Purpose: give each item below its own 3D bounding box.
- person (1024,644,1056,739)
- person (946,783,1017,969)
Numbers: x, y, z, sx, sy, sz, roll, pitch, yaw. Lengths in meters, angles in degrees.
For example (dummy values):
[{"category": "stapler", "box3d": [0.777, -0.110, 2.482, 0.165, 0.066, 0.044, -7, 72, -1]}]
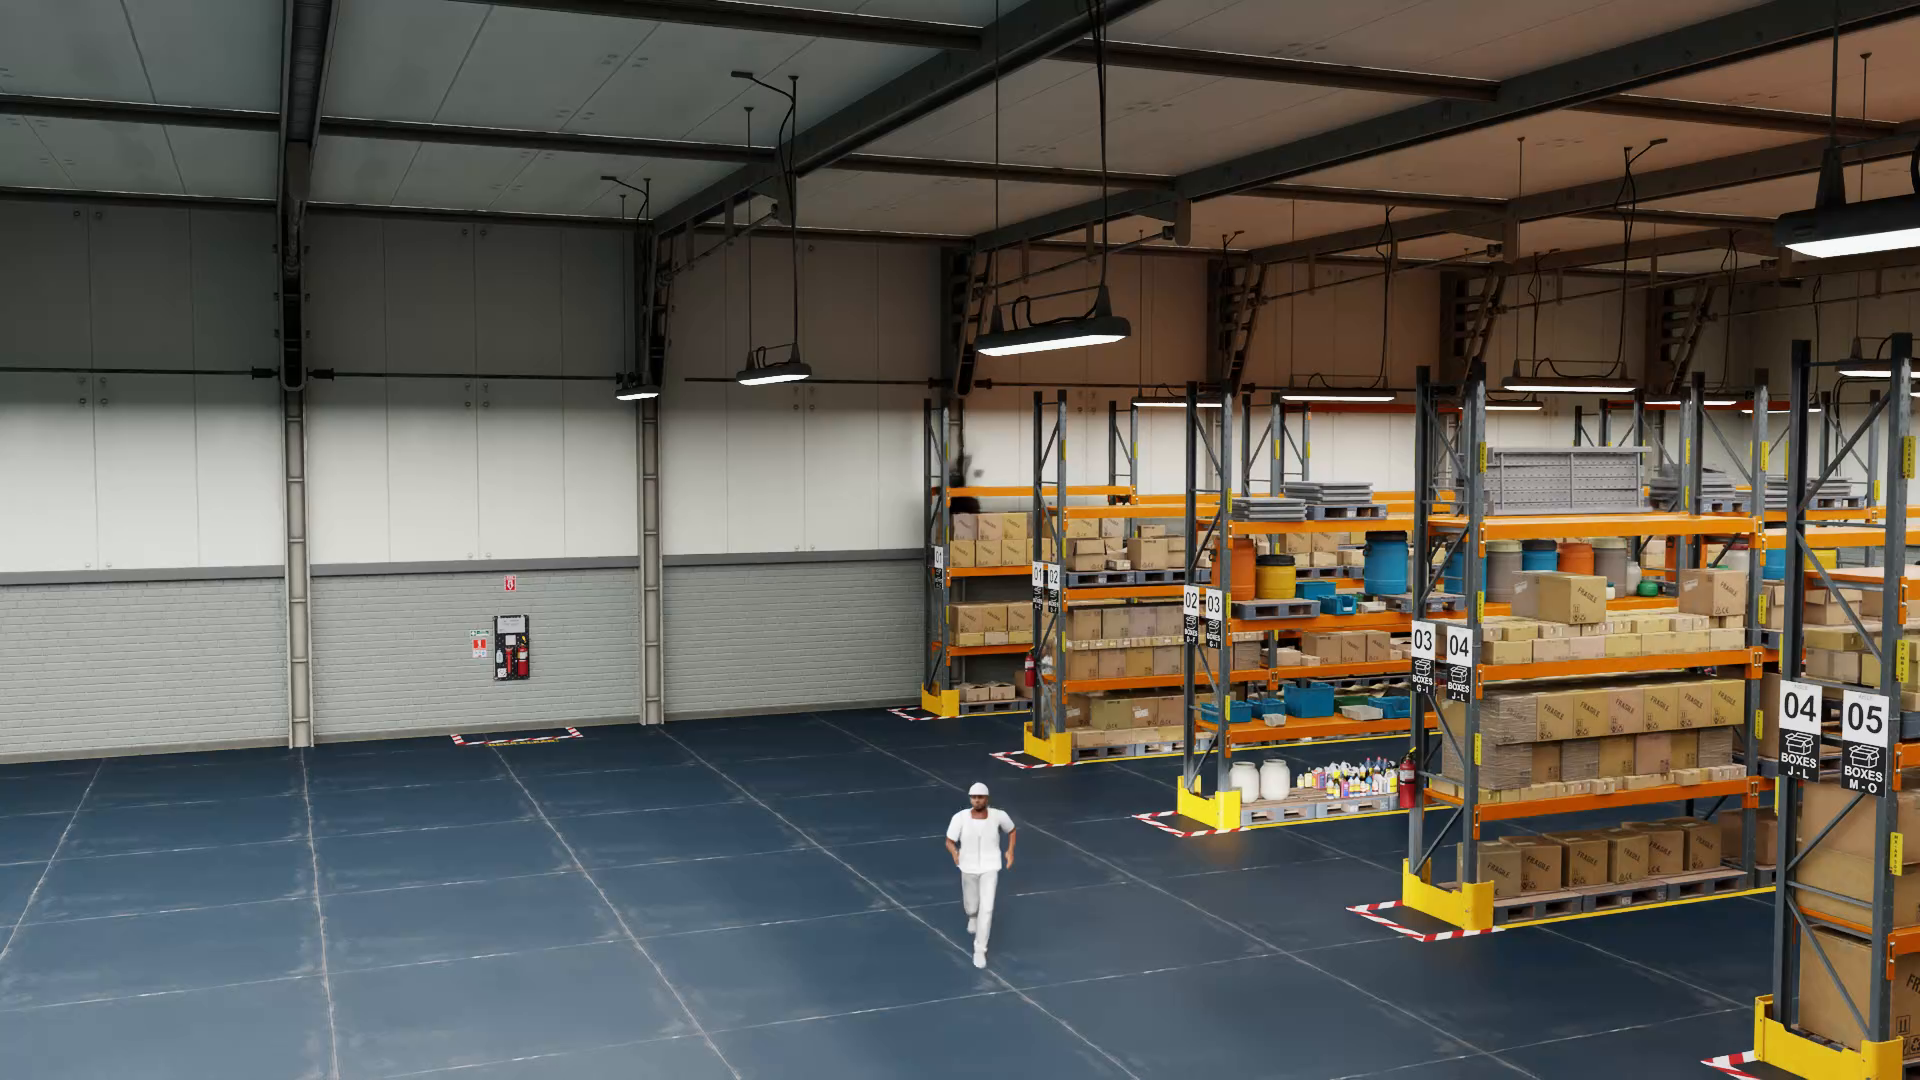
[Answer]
[{"category": "person", "box3d": [1.429, 2.616, 28.766, 0.587, 1.727, 0.664, -1, 4, -21]}, {"category": "person", "box3d": [0.211, 3.315, 16.736, 0.712, 1.754, 0.932, 0, 3, 4]}]
